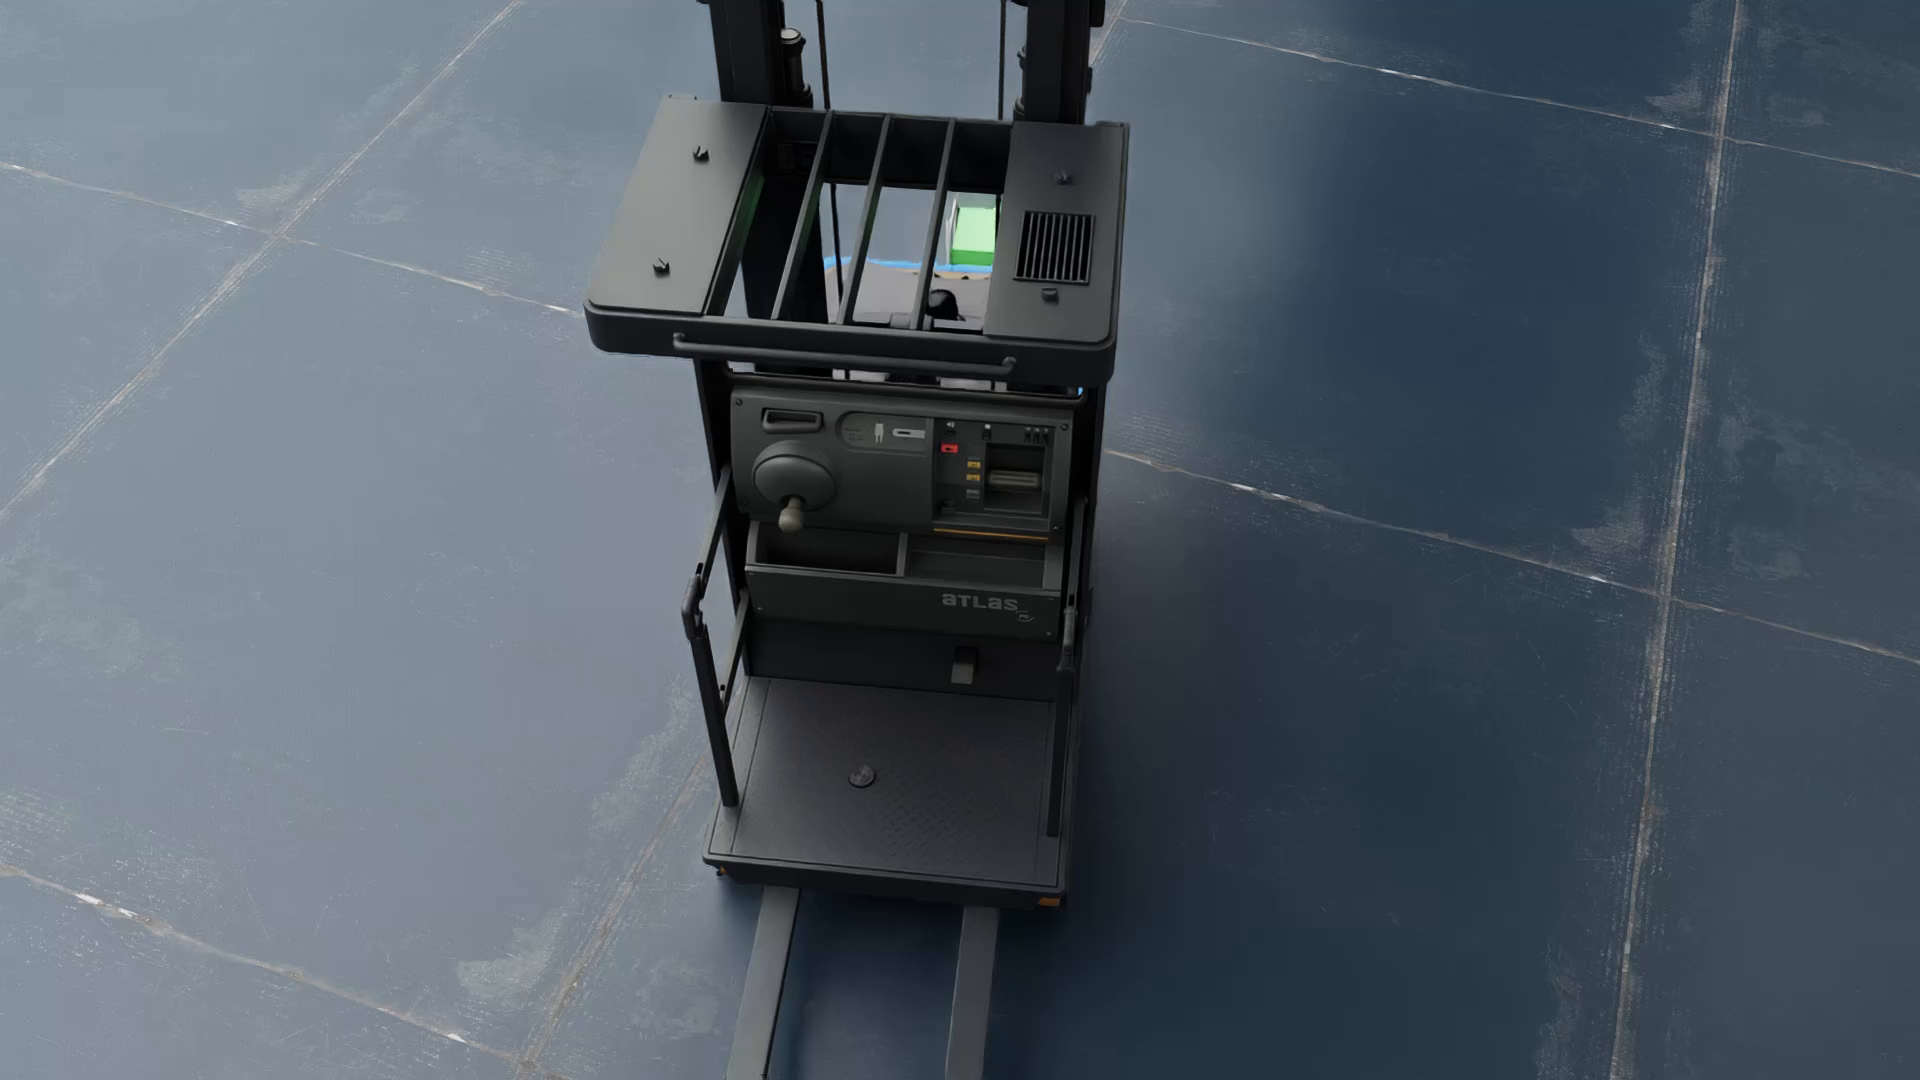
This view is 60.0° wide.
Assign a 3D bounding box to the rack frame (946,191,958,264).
[{"bbox_3d":[-0.026,-0.775,6.127,0.015,1.200,0.240,5,49,4],"label":"rack frame"}]

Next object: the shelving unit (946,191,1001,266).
[{"bbox_3d":[0.217,-0.755,6.110,0.503,1.200,0.258,5,49,4],"label":"shelving unit"}]

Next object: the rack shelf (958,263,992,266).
[{"bbox_3d":[0.217,-0.870,5.977,0.480,0.148,0.258,5,49,4],"label":"rack shelf"}]

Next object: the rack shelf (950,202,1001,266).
[{"bbox_3d":[0.217,-1.027,5.796,0.480,0.148,0.258,5,49,4],"label":"rack shelf"}]

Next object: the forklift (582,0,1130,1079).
[{"bbox_3d":[-0.183,-0.091,4.389,1.130,2.935,3.031,5,49,4],"label":"forklift"}]
